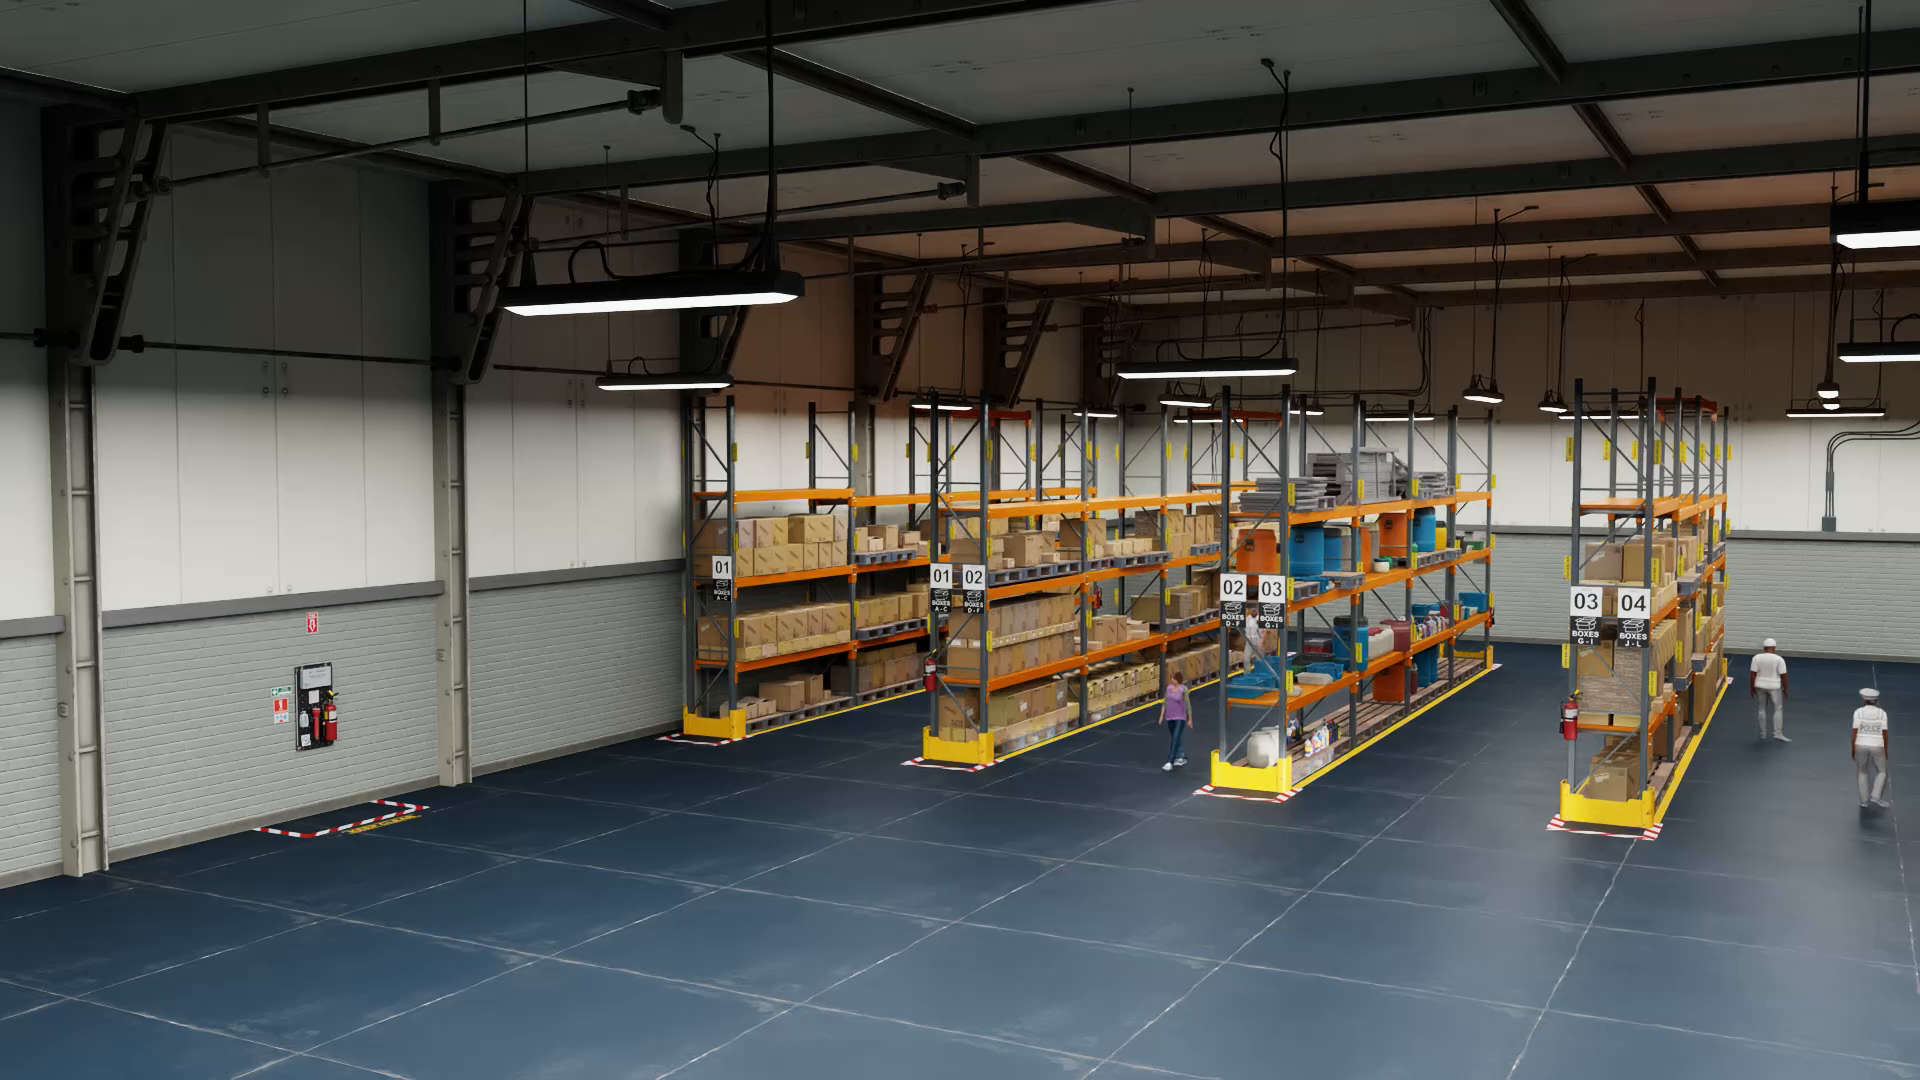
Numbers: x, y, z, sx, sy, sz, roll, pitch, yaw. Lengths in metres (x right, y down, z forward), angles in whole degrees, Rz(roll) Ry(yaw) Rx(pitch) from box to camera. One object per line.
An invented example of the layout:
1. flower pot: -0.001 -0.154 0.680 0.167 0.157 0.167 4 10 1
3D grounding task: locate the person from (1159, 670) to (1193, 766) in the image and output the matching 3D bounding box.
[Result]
1. person: 3.421 2.794 26.300 0.456 1.483 0.772 3 4 42

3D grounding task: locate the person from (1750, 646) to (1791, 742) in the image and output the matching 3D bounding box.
1. person: 14.124 2.620 28.940 0.699 1.743 0.451 2 4 39

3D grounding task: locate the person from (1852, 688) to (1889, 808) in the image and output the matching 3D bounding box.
1. person: 12.817 2.939 23.393 0.480 1.675 0.521 2 3 27

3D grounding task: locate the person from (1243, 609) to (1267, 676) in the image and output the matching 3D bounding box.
1. person: 6.362 2.215 35.797 0.571 1.646 0.575 2 4 39
